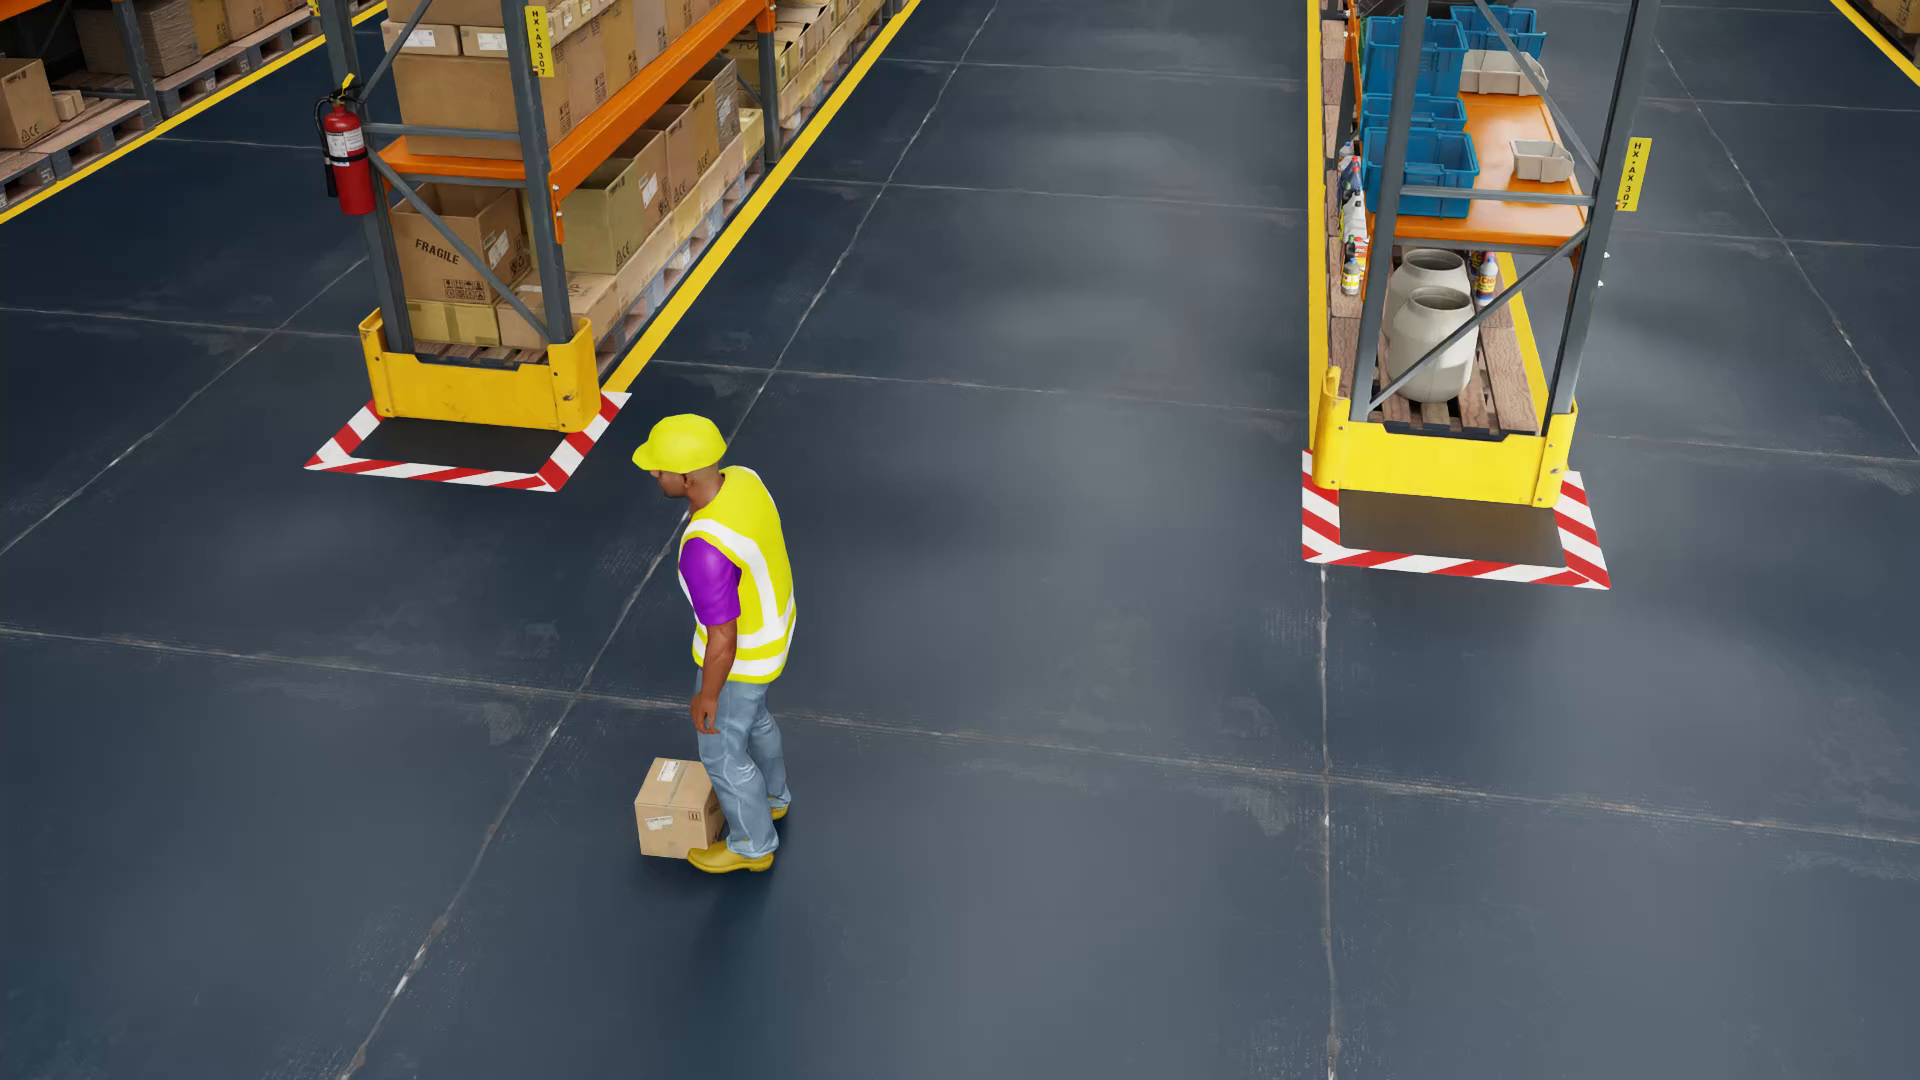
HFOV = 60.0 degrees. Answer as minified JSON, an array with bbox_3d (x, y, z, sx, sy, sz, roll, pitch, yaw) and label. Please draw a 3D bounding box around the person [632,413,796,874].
[{"bbox_3d":[-0.782,0.353,5.560,0.461,1.759,0.634,3,32,5],"label":"person"}]
